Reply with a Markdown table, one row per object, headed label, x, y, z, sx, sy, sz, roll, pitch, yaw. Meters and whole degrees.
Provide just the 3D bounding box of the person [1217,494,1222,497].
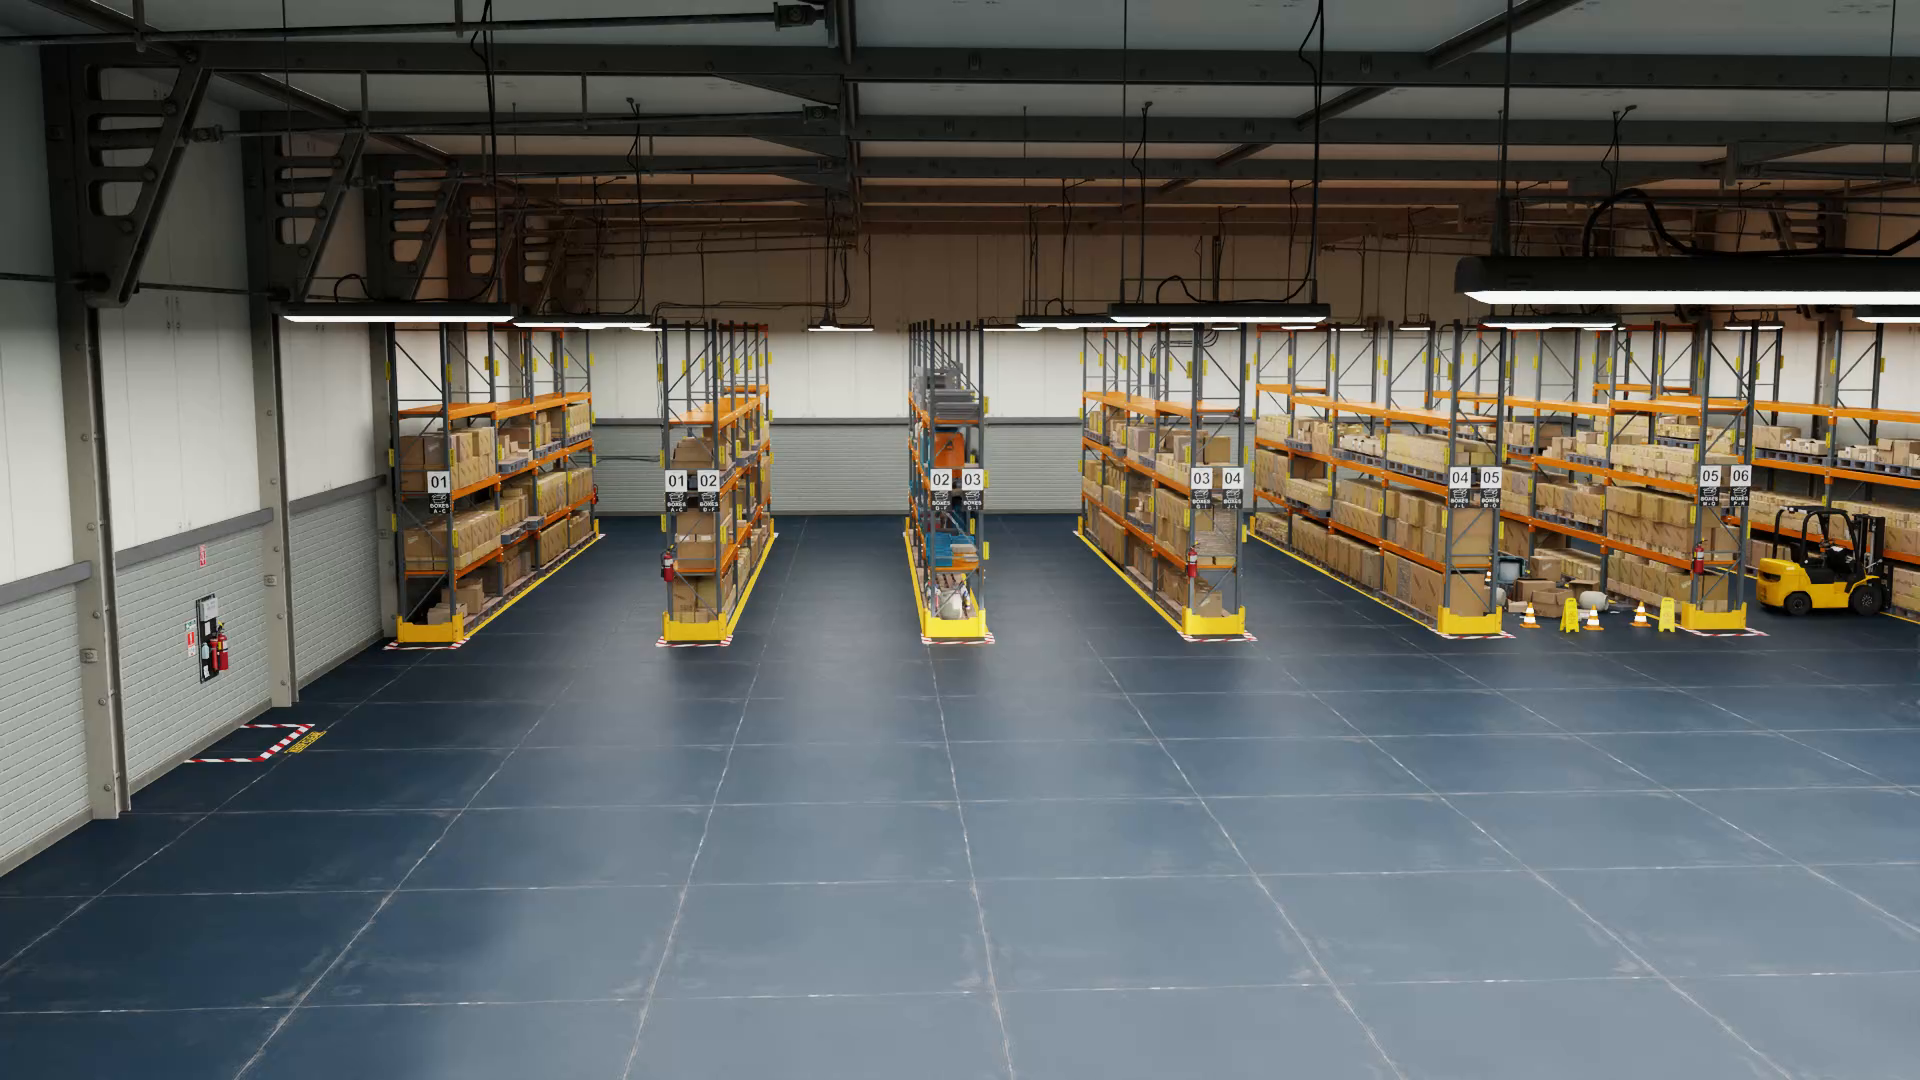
| label | x | y | z | sx | sy | sz | roll | pitch | yaw |
| --- | --- | --- | --- | --- | --- | --- | --- | --- | --- |
| person | 7.225 | -0.904 | 46.615 | 0.652 | 1.835 | 0.743 | 0 | 7 | 4 |
